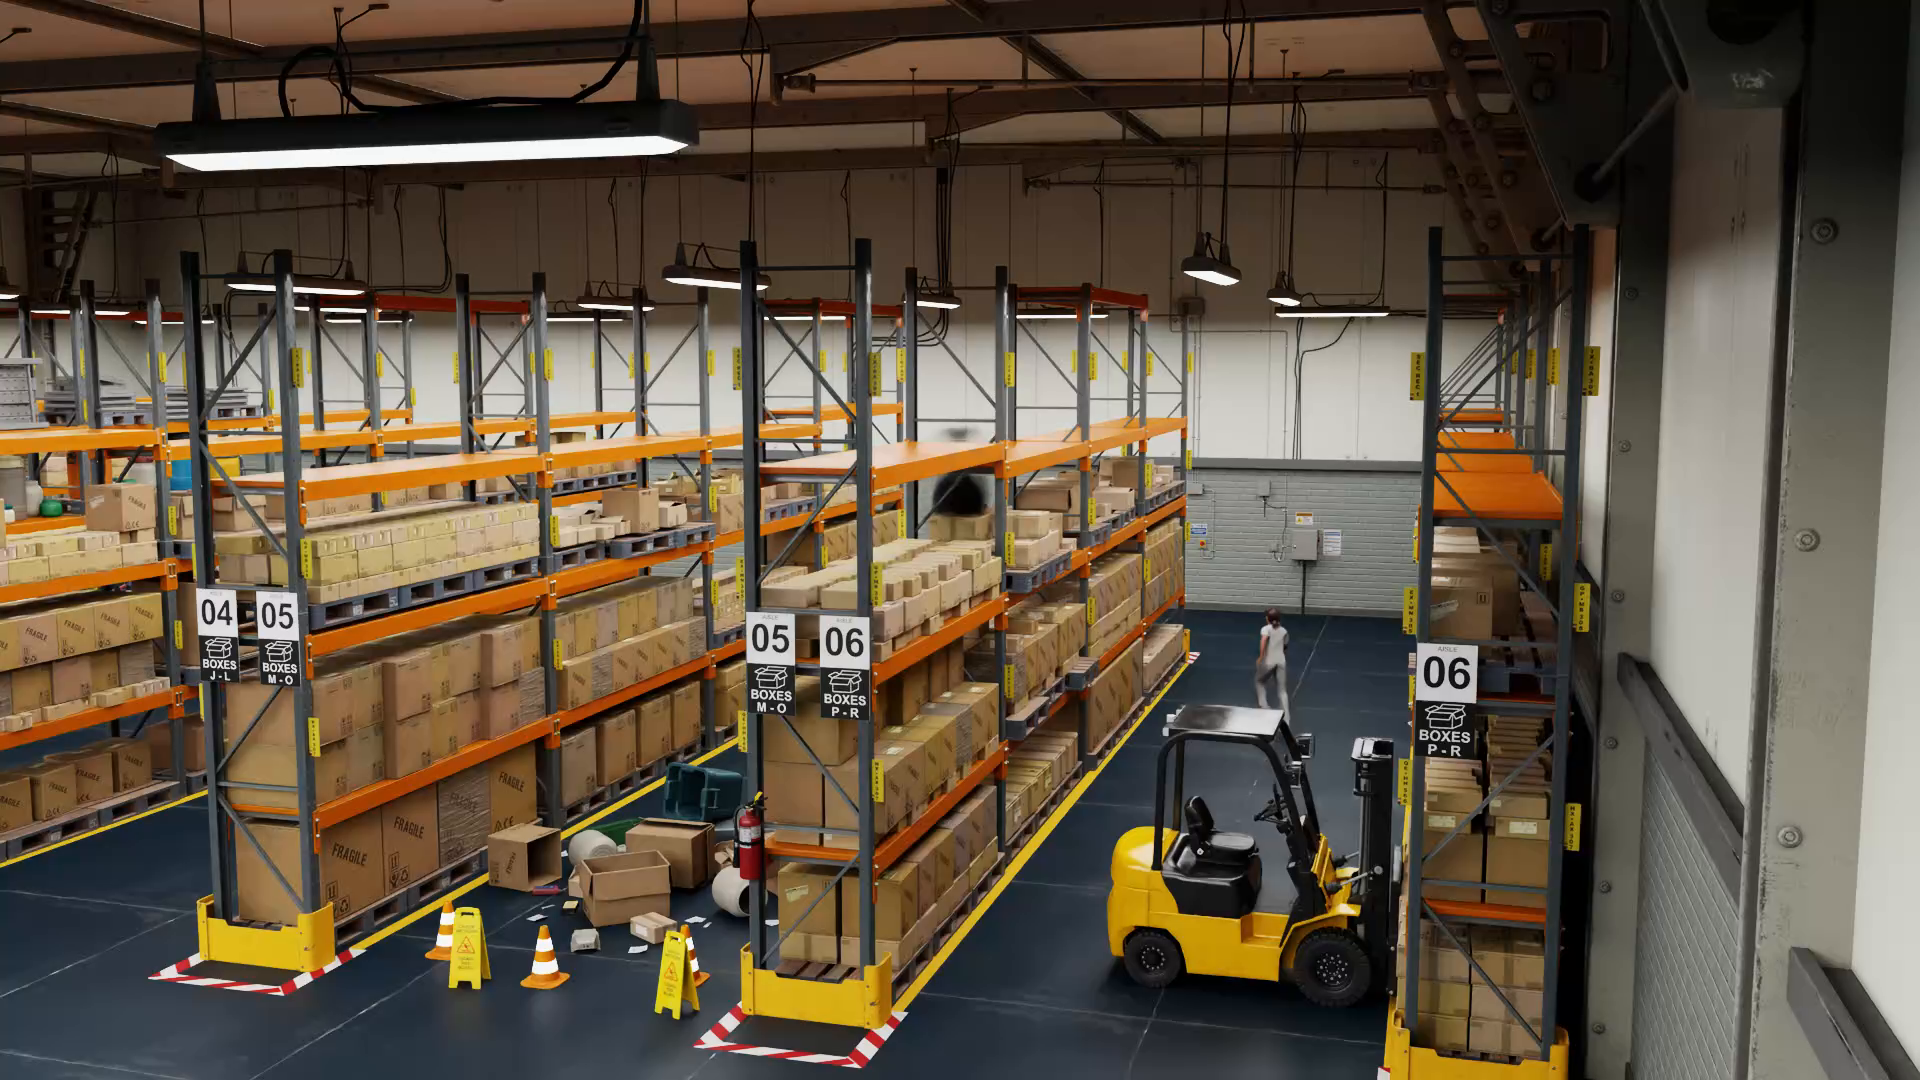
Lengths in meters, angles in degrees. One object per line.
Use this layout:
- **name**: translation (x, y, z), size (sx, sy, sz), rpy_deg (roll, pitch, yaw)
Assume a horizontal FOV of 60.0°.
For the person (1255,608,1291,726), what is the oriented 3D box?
- **person**: translation (4.356, 1.779, 23.145), size (0.560, 1.632, 0.955), rpy_deg (-1, 6, -10)
